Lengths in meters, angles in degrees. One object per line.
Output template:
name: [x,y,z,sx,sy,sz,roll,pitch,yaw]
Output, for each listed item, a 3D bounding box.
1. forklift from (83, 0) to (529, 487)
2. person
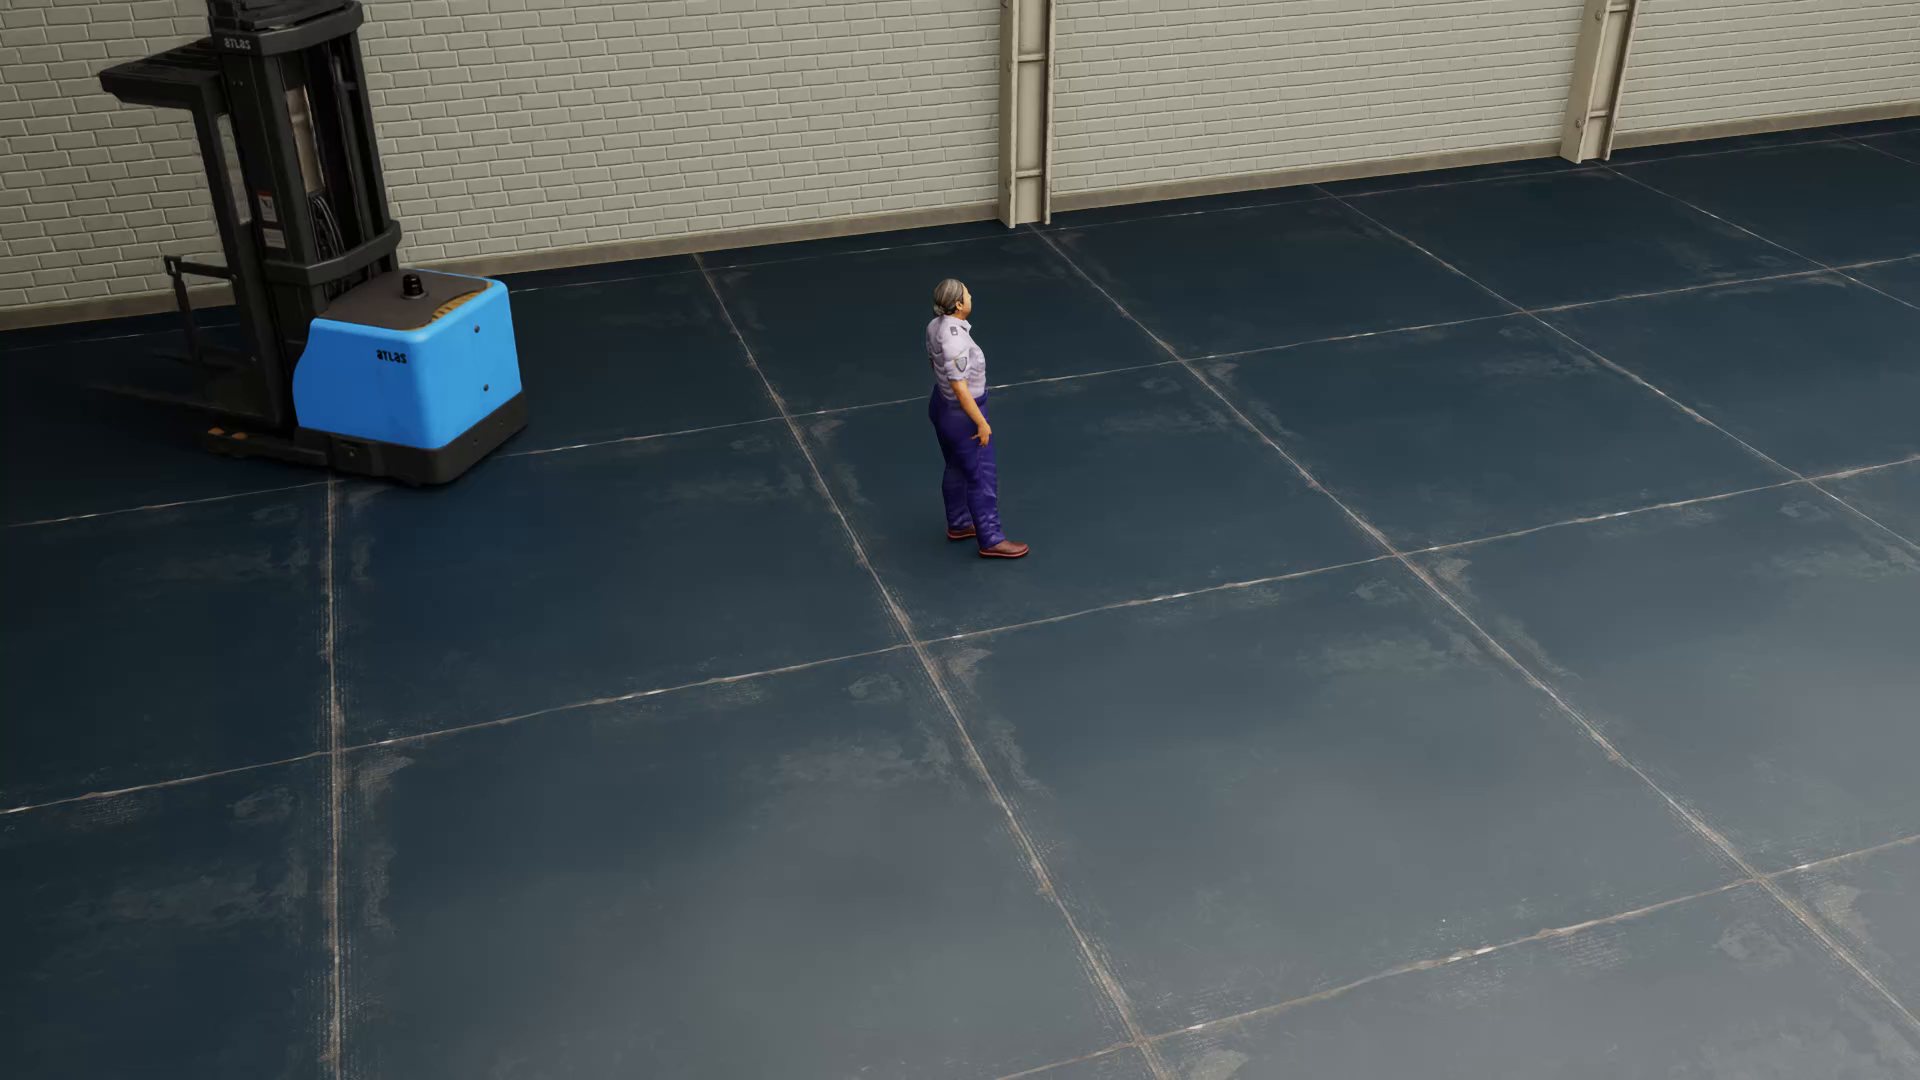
forklift: [-4.497,-2.046,10.643,3.031,2.935,1.130,10,31,17]
person: [0.093,-0.723,9.617,0.502,1.651,0.598,-10,31,-16]
